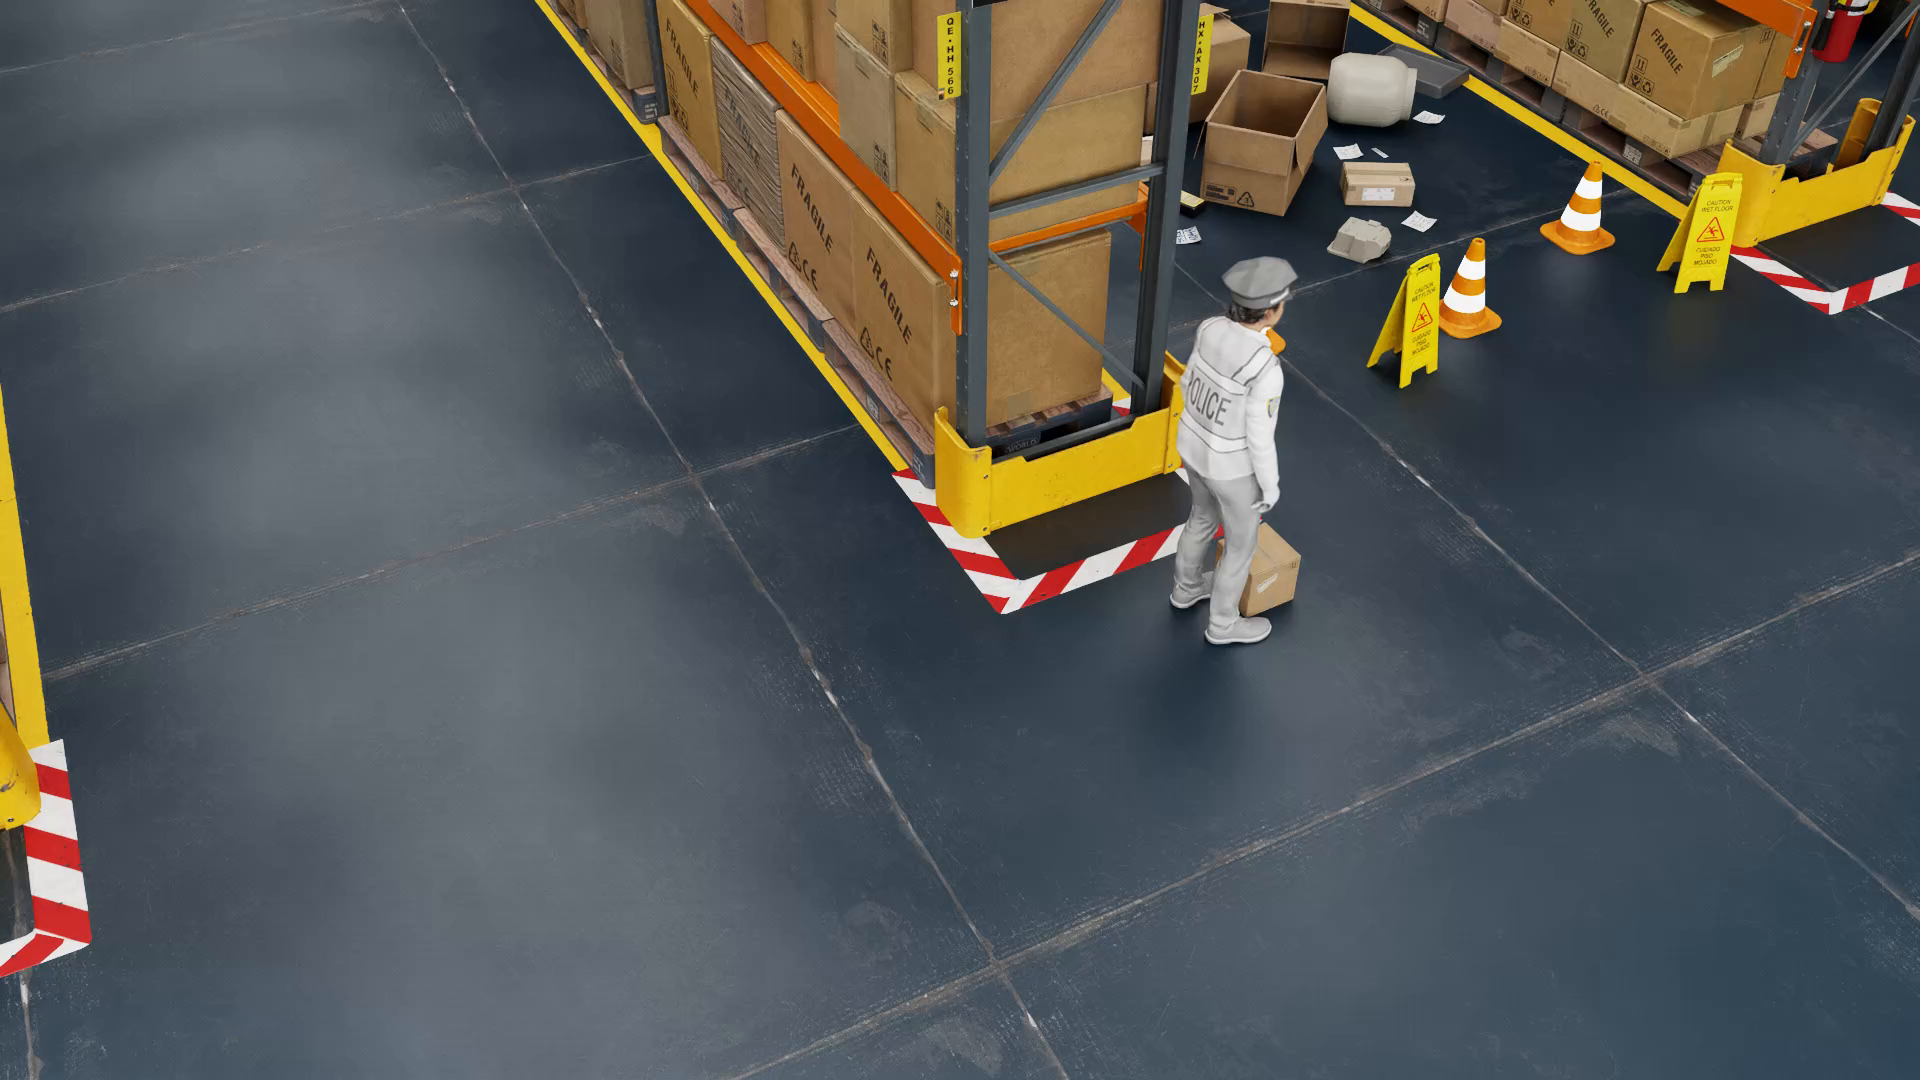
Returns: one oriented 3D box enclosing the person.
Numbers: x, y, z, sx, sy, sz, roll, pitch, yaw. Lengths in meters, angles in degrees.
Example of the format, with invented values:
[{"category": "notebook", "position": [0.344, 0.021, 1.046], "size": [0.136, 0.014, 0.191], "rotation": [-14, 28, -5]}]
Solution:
[{"category": "person", "position": [1.053, -0.327, 6.526], "size": [0.378, 1.663, 0.538], "rotation": [-20, 45, -21]}]
